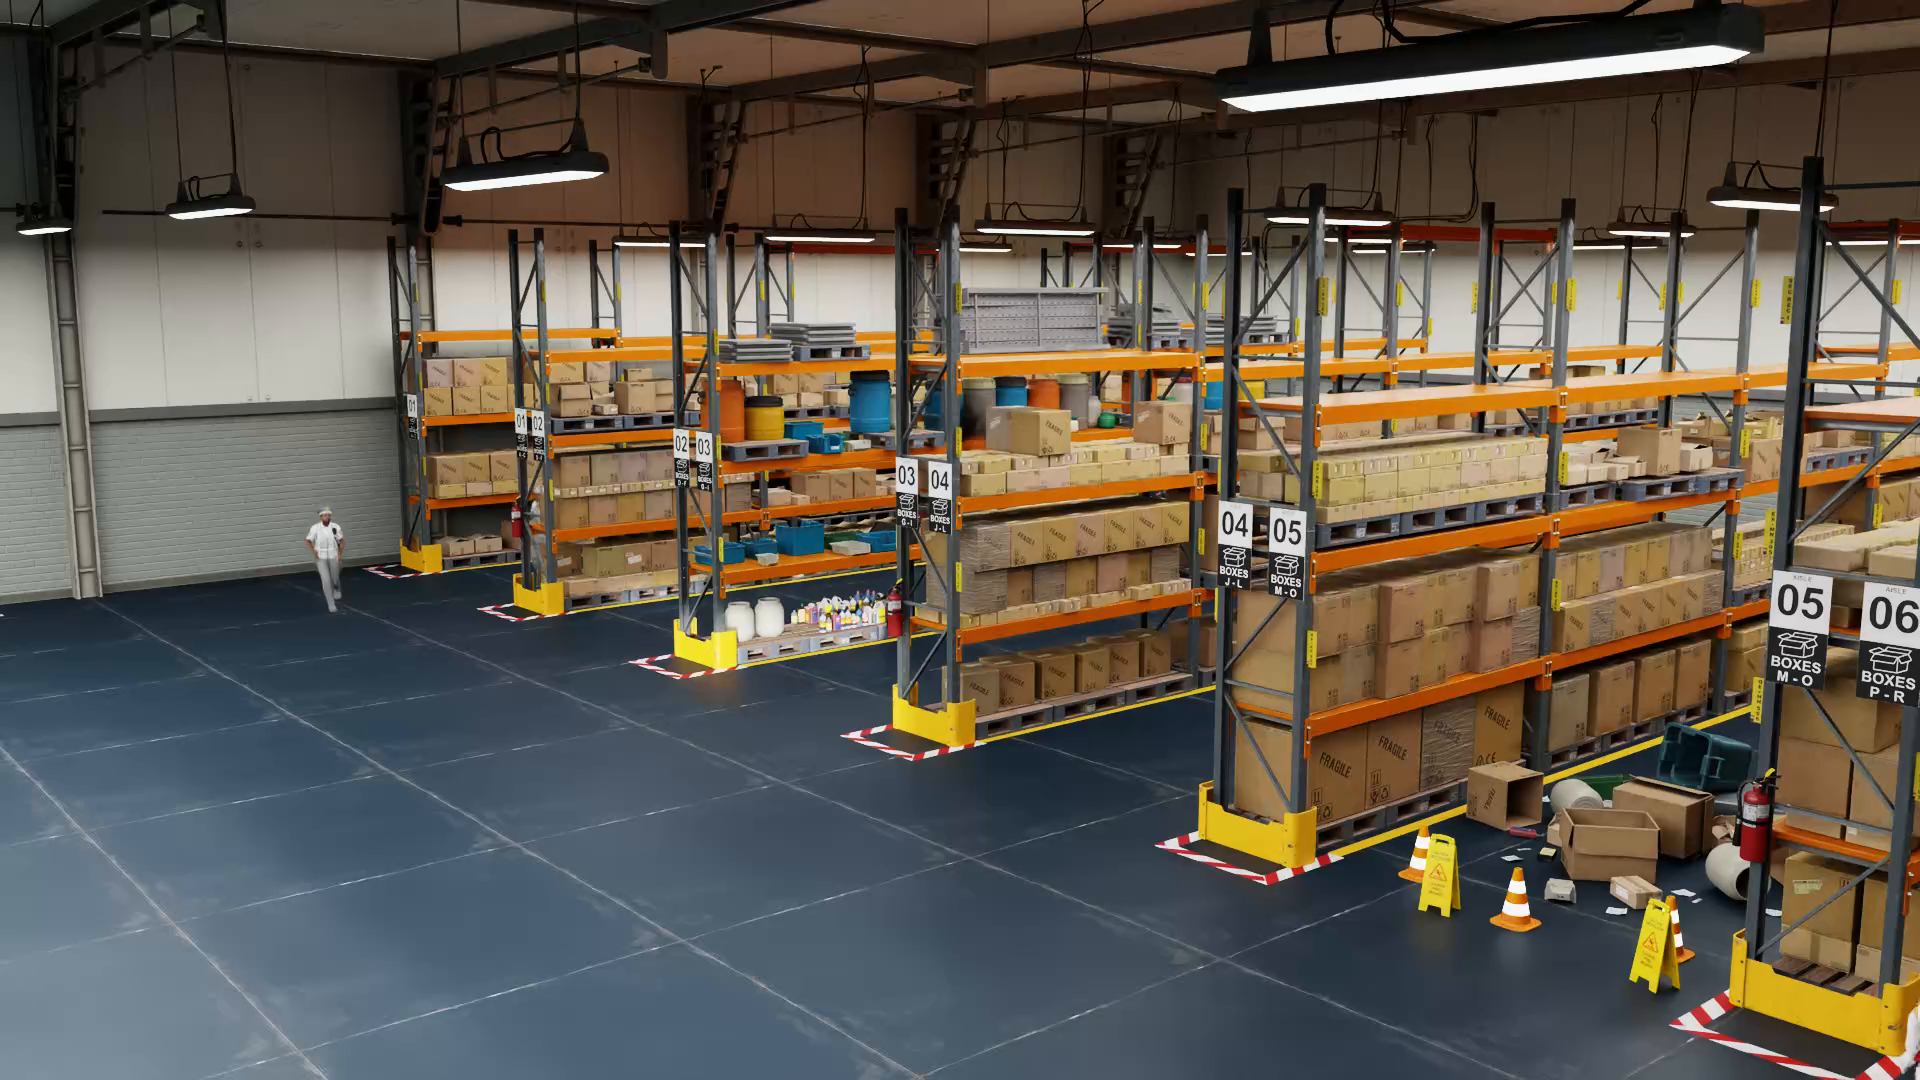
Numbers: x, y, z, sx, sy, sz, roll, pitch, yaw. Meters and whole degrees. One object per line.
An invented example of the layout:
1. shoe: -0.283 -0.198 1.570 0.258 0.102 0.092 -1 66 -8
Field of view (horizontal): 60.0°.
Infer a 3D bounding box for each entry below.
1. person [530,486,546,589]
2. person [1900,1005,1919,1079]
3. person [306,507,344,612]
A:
1. person: -7.073 -0.041 28.355 0.627 1.794 0.816 5 10 29
2. person: 5.364 3.034 9.002 0.582 1.537 0.892 7 11 39
3. person: -10.114 0.290 26.537 0.581 1.678 0.610 -4 10 -27
